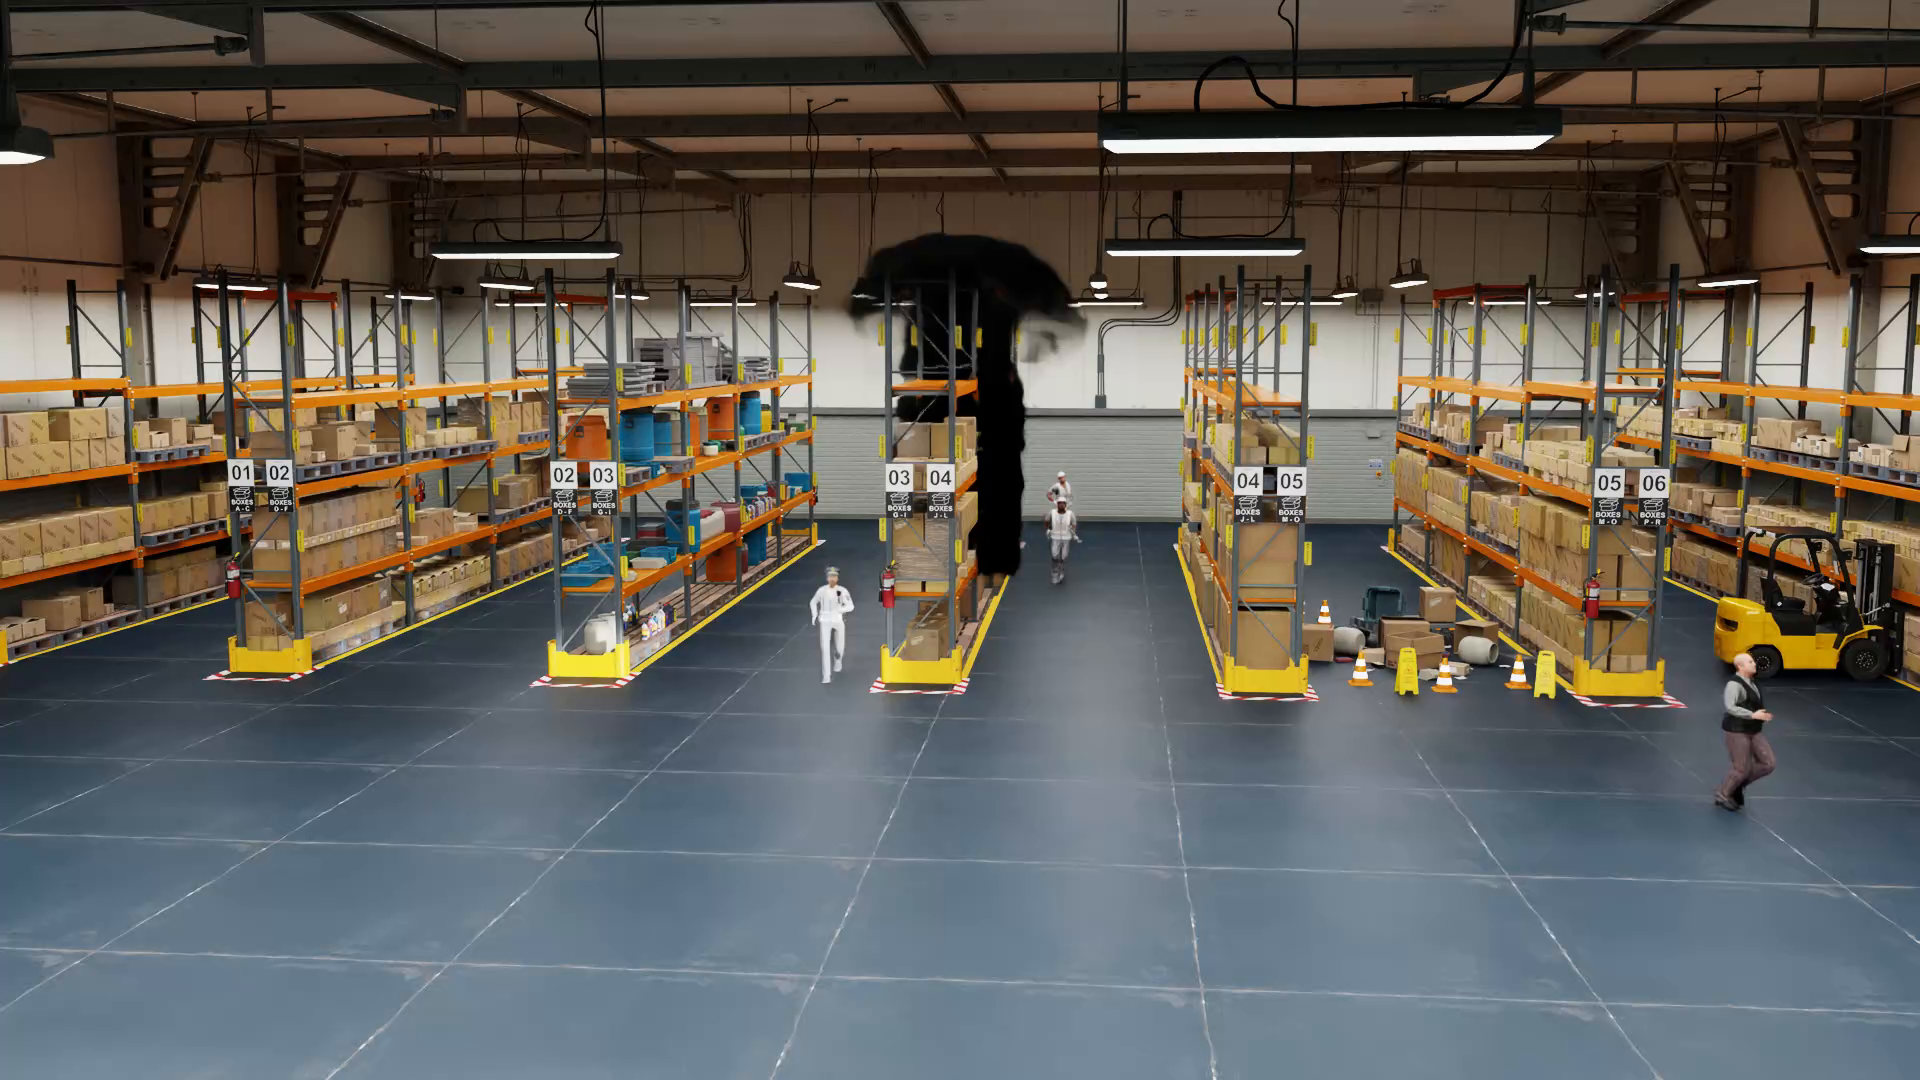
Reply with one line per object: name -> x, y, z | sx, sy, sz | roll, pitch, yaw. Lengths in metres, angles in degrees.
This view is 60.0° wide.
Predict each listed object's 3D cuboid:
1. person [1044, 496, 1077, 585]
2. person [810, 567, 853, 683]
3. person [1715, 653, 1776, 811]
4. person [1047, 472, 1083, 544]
person -> 2.054, 0.016, 33.888 | 0.655, 1.807, 0.729 | 0, 7, -2
person -> -1.892, 1.226, 24.337 | 0.660, 1.666, 0.803 | 0, 7, 2
person -> 8.287, 2.032, 17.518 | 0.711, 1.690, 0.583 | -6, 9, -41
person -> 2.481, -0.788, 40.495 | 0.956, 1.754, 0.667 | 7, 10, 44
